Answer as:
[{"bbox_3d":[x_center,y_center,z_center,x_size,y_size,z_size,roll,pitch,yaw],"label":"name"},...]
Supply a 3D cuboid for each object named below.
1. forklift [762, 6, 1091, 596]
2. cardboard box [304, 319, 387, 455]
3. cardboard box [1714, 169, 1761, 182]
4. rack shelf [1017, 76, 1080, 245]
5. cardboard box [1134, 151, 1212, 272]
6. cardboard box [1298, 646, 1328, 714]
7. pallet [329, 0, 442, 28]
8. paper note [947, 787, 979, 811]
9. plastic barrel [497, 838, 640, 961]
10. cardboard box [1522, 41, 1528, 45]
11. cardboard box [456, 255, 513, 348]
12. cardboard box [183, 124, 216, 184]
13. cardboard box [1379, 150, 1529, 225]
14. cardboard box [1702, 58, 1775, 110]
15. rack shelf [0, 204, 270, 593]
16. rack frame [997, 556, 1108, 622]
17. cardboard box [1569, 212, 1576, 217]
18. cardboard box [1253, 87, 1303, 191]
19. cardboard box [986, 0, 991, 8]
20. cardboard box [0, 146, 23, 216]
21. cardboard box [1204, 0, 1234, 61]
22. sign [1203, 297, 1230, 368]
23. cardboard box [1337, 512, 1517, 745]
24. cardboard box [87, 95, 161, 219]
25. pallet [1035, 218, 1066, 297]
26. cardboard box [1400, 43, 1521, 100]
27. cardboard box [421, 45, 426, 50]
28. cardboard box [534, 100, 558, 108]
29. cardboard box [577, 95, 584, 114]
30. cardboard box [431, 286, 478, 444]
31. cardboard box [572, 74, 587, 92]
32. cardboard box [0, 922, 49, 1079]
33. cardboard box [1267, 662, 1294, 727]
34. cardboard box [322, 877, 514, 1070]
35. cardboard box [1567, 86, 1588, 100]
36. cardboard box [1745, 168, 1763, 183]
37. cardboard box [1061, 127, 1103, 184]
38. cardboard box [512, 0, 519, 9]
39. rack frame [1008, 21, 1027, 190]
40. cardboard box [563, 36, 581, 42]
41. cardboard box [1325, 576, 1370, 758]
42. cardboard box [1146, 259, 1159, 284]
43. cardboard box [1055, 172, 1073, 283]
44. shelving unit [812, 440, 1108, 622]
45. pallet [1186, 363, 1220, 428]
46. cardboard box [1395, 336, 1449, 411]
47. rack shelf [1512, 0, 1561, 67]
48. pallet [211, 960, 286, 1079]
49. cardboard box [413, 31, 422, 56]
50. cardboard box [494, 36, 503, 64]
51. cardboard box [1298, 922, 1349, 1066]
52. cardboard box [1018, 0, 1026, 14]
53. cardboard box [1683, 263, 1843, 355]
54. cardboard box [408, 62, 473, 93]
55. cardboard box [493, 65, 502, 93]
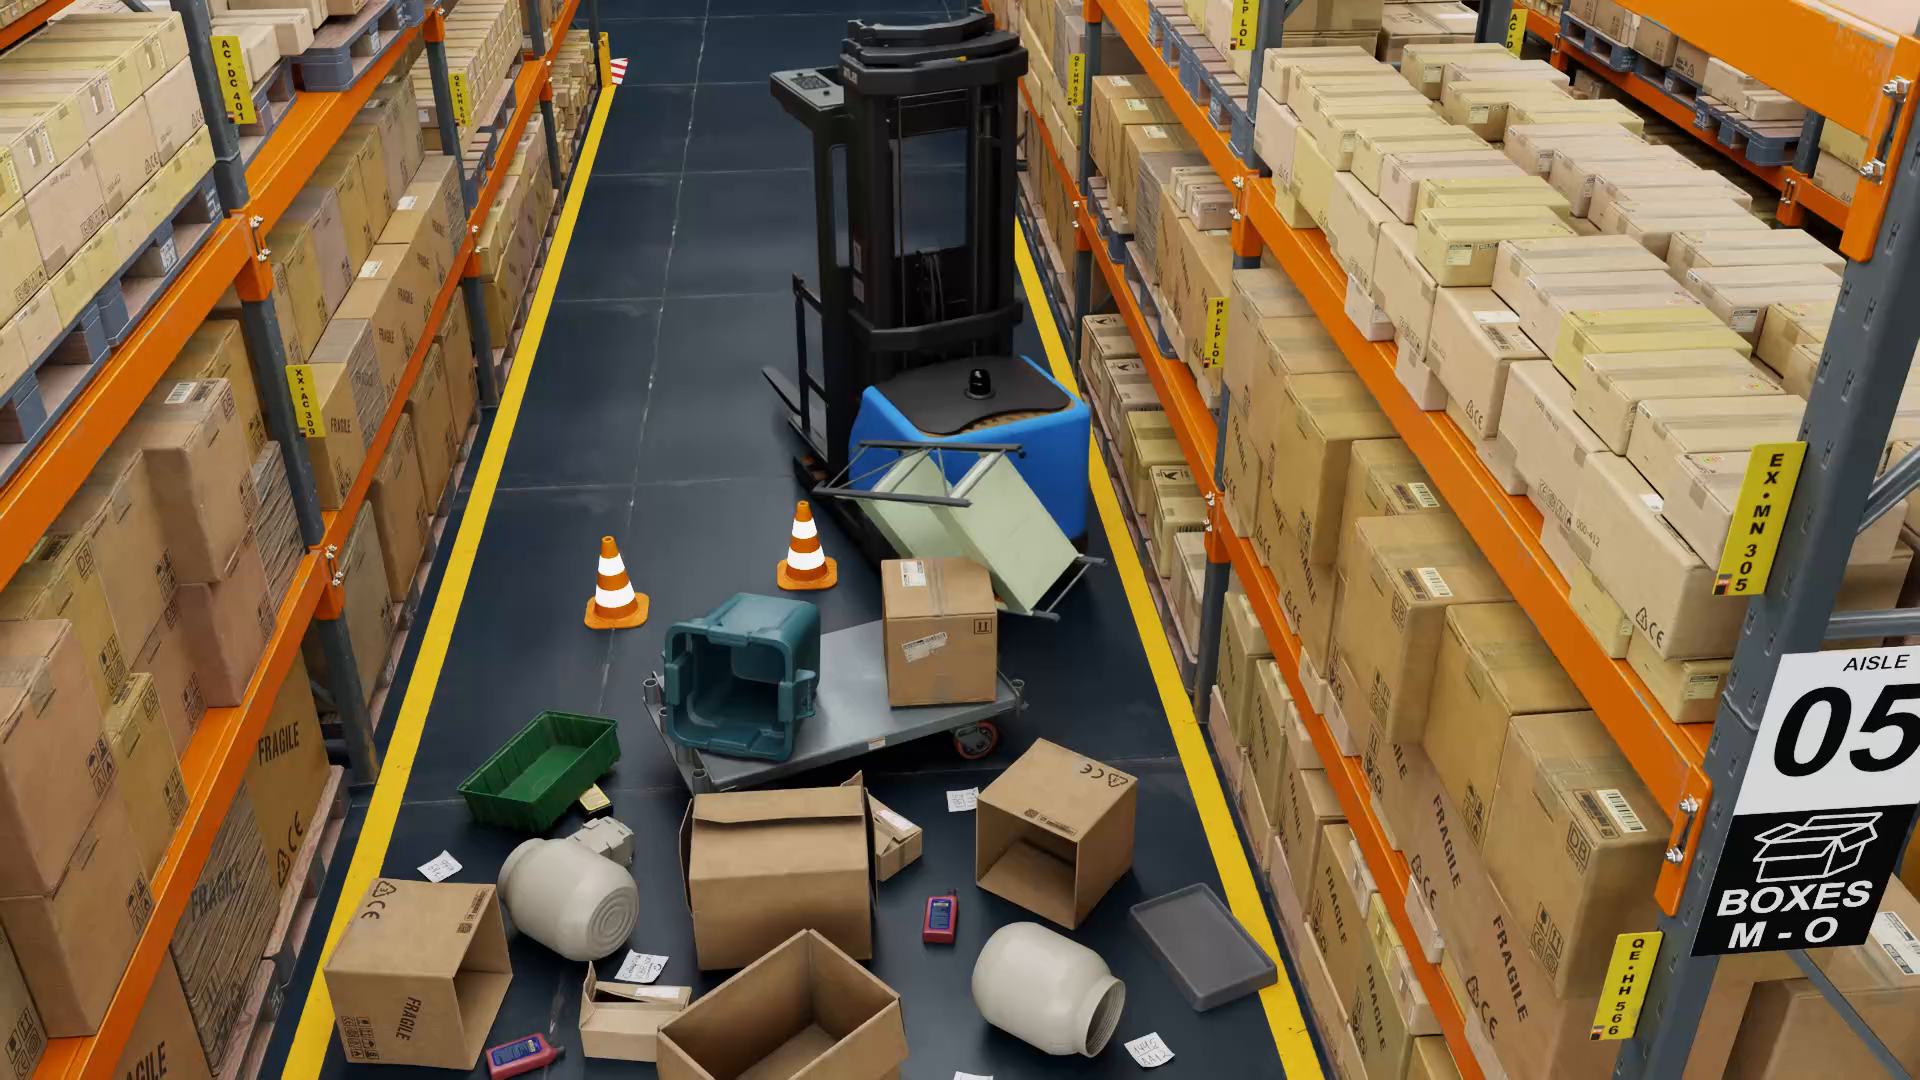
[{"bbox_3d":[-0.381,-1.611,9.590,1.130,2.935,3.031,-14,34,-22],"label":"forklift"},{"bbox_3d":[-3.081,-0.720,7.932,0.500,0.500,0.500,-3,31,-4],"label":"cardboard box"},{"bbox_3d":[5.920,-2.745,12.817,0.380,0.149,0.250,-2,31,-3],"label":"cardboard box"},{"bbox_3d":[1.107,-3.181,12.852,1.077,0.370,4.000,-3,31,-5],"label":"rack shelf"},{"bbox_3d":[1.256,-1.787,9.019,0.500,0.500,0.500,-4,31,-6],"label":"cardboard box"},{"bbox_3d":[1.487,0.511,6.214,0.380,0.149,0.250,-3,31,-4],"label":"cardboard box"},{"bbox_3d":[-3.513,-3.060,9.208,1.213,0.211,1.003,-1,31,-2],"label":"pallet"},{"bbox_3d":[0.018,1.200,7.710,0.148,0.019,0.142,-3,31,-5],"label":"paper note"},{"bbox_3d":[-1.619,1.474,6.870,0.512,0.421,0.421,20,36,29],"label":"plastic barrel"},{"bbox_3d":[5.441,-4.870,17.007,0.500,0.500,0.500,-2,31,-4],"label":"cardboard box"},{"bbox_3d":[-3.438,-1.660,11.633,0.500,0.500,0.500,-4,31,-7],"label":"cardboard box"},{"bbox_3d":[-2.899,-1.370,5.932,0.380,0.149,0.250,-3,31,-5],"label":"cardboard box"},{"bbox_3d":[1.548,-1.110,5.225,0.380,0.149,0.250,-3,31,-5],"label":"cardboard box"},{"bbox_3d":[5.814,-3.347,12.166,0.500,0.250,0.500,-4,31,-7],"label":"cardboard box"},{"bbox_3d":[-3.065,-0.096,4.761,1.077,0.370,4.000,-3,31,-5],"label":"rack shelf"},{"bbox_3d":[0.169,0.187,8.427,0.400,0.023,1.500,-48,26,-20],"label":"rack frame"},{"bbox_3d":[2.058,-1.046,5.507,0.500,0.250,0.500,-3,31,-5],"label":"cardboard box"},{"bbox_3d":[1.436,-1.540,6.334,0.500,0.250,0.500,-3,31,-6],"label":"cardboard box"},{"bbox_3d":[0.507,-5.297,15.595,0.500,0.500,0.500,-3,31,-5],"label":"cardboard box"},{"bbox_3d":[-2.758,-0.936,4.428,0.380,0.149,0.250,-2,31,-4],"label":"cardboard box"},{"bbox_3d":[1.426,-2.380,7.621,0.500,0.250,0.500,-2,31,-4],"label":"cardboard box"},{"bbox_3d":[1.115,-0.895,7.194,0.100,0.325,0.005,-3,31,-5],"label":"sign"},{"bbox_3d":[1.586,0.251,5.042,0.700,0.500,0.500,-3,31,-5],"label":"cardboard box"},{"bbox_3d":[-2.903,-1.215,5.283,0.500,0.250,0.500,-3,31,-5],"label":"cardboard box"},{"bbox_3d":[1.184,-2.299,13.393,1.003,0.211,1.213,-3,31,-5],"label":"pallet"},{"bbox_3d":[1.914,-1.797,6.376,0.380,0.149,0.250,-2,31,-4],"label":"cardboard box"},{"bbox_3d":[-4.369,-3.802,13.026,0.380,0.149,0.250,-3,31,-4],"label":"cardboard box"},{"bbox_3d":[-3.865,-3.890,15.128,0.380,0.149,0.250,-3,31,-5],"label":"cardboard box"},{"bbox_3d":[-3.925,-4.303,16.400,0.380,0.149,0.250,-2,31,-4],"label":"cardboard box"},{"bbox_3d":[-3.658,-1.079,10.416,1.050,0.750,0.750,-3,31,-5],"label":"cardboard box"},{"bbox_3d":[-3.928,-4.564,16.546,0.380,0.149,0.250,-2,31,-4],"label":"cardboard box"},{"bbox_3d":[-3.031,1.373,4.380,0.875,0.550,0.550,-3,31,-5],"label":"cardboard box"},{"bbox_3d":[1.455,0.616,6.701,0.380,0.149,0.250,-2,31,-3],"label":"cardboard box"},{"bbox_3d":[-2.085,1.678,6.451,0.500,0.500,0.500,2,31,4],"label":"cardboard box"},{"bbox_3d":[5.630,-3.940,14.817,0.380,0.149,0.250,-1,31,-2],"label":"cardboard box"},{"bbox_3d":[6.390,-2.910,13.091,0.380,0.149,0.250,-3,31,-6],"label":"cardboard box"},{"bbox_3d":[0.988,-2.650,11.408,0.500,0.250,0.500,-4,31,-6],"label":"cardboard box"},{"bbox_3d":[-3.767,-4.354,13.370,0.380,0.149,0.250,-1,31,-2],"label":"cardboard box"},{"bbox_3d":[0.920,-4.511,14.377,1.000,3.000,0.127,-3,31,-5],"label":"rack frame"},{"bbox_3d":[-4.105,-5.087,17.132,0.380,0.149,0.250,-2,31,-4],"label":"cardboard box"},{"bbox_3d":[1.602,0.410,5.751,0.500,0.500,0.500,-2,31,-4],"label":"cardboard box"},{"bbox_3d":[1.241,-1.539,9.237,0.380,0.149,0.250,-2,31,-3],"label":"cardboard box"},{"bbox_3d":[1.232,-2.549,12.755,0.875,0.875,0.875,-2,31,-4],"label":"cardboard box"},{"bbox_3d":[-0.037,-0.075,8.277,0.431,0.755,1.500,-48,26,-20],"label":"shelving unit"},{"bbox_3d":[1.741,-0.741,8.253,1.003,0.211,1.213,-3,31,-5],"label":"pallet"},{"bbox_3d":[1.541,-0.515,5.007,0.380,0.149,0.250,-3,31,-5],"label":"cardboard box"},{"bbox_3d":[5.674,-5.463,16.672,1.077,0.370,4.000,-3,31,-5],"label":"rack shelf"},{"bbox_3d":[-3.142,2.076,6.069,1.003,0.211,1.213,-3,31,-5],"label":"pallet"},{"bbox_3d":[-4.345,-3.802,12.736,0.380,0.149,0.250,-4,31,-7],"label":"cardboard box"},{"bbox_3d":[-3.666,-3.695,12.556,0.380,0.149,0.250,-4,31,-7],"label":"cardboard box"},{"bbox_3d":[1.603,1.684,6.277,0.500,0.250,0.500,-4,31,-6],"label":"cardboard box"},{"bbox_3d":[0.750,-4.486,13.263,0.500,0.500,0.500,-3,31,-5],"label":"cardboard box"},{"bbox_3d":[2.142,-0.610,4.388,0.380,0.149,0.250,-3,31,-5],"label":"cardboard box"},{"bbox_3d":[-3.546,-3.151,11.355,0.380,0.149,0.250,-4,31,-7],"label":"cardboard box"},{"bbox_3d":[-3.640,-3.436,12.413,0.380,0.149,0.250,-1,31,-2],"label":"cardboard box"}]
